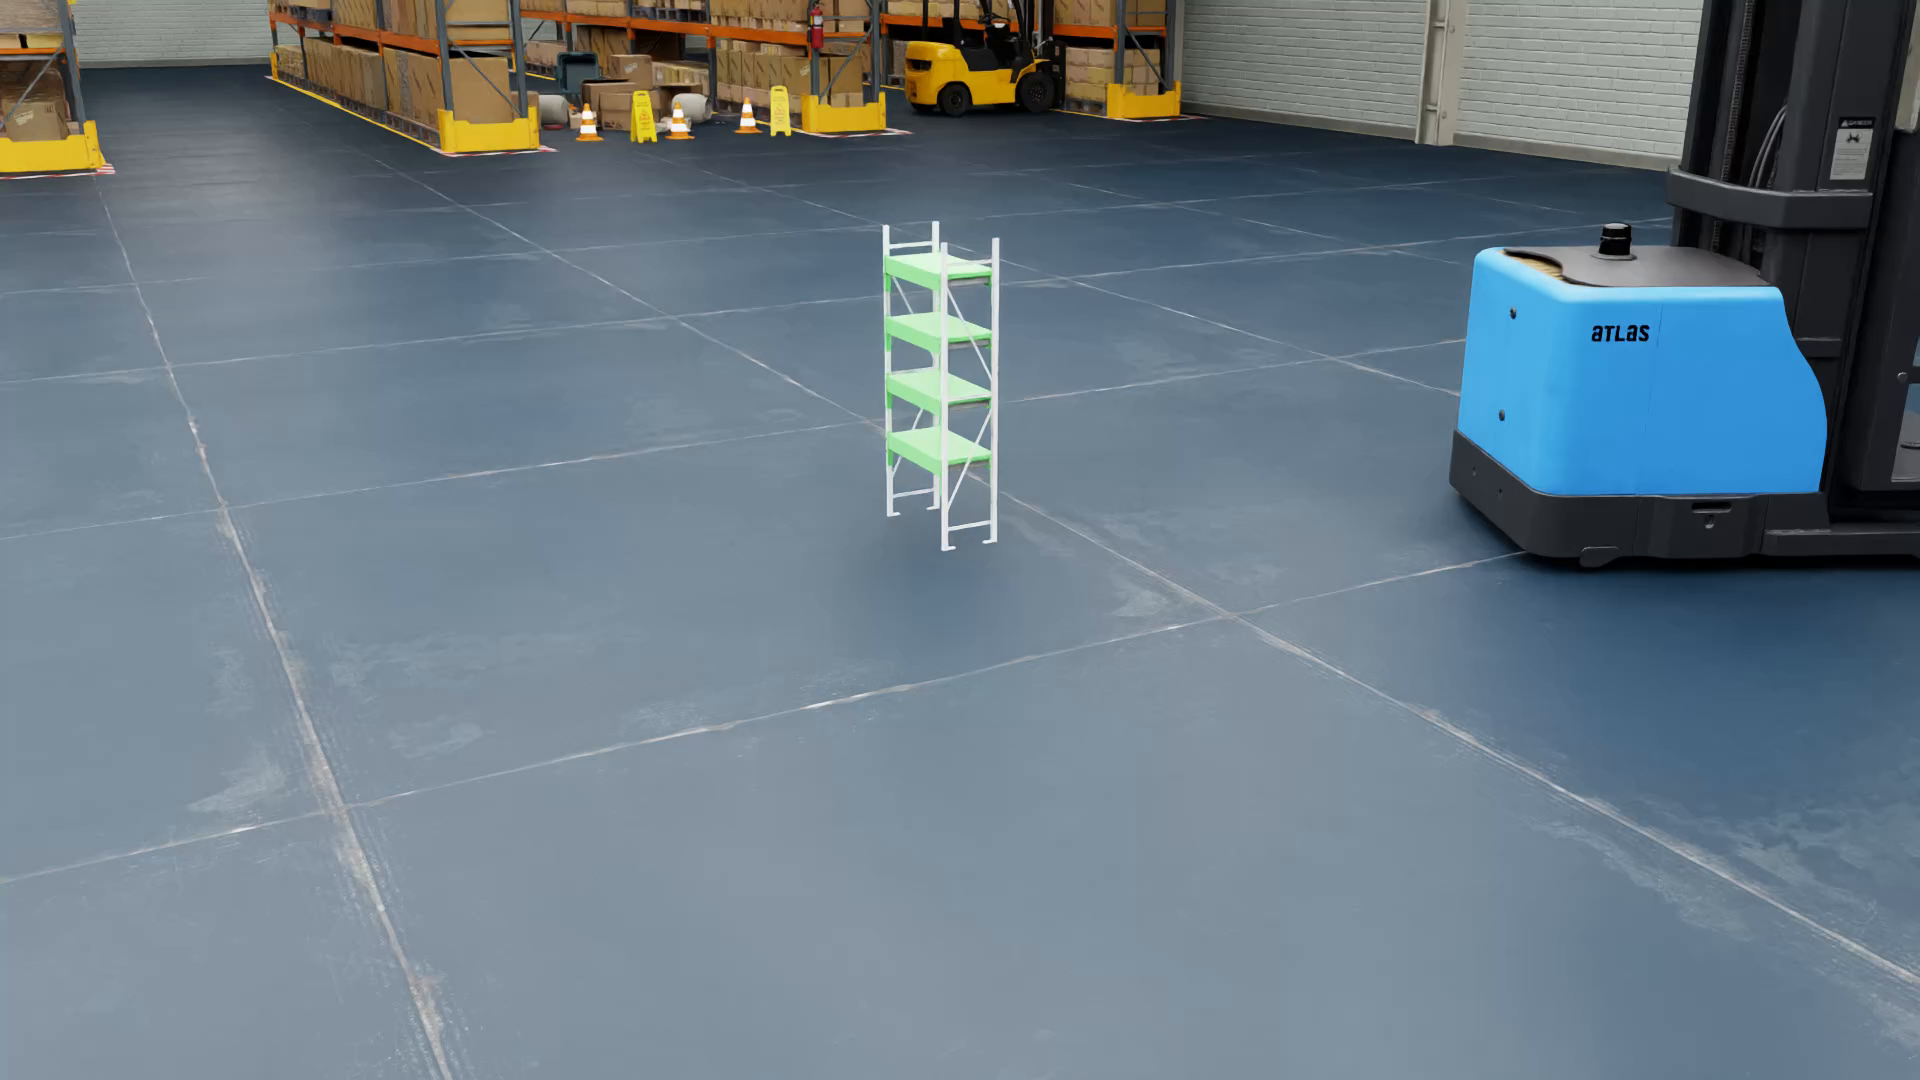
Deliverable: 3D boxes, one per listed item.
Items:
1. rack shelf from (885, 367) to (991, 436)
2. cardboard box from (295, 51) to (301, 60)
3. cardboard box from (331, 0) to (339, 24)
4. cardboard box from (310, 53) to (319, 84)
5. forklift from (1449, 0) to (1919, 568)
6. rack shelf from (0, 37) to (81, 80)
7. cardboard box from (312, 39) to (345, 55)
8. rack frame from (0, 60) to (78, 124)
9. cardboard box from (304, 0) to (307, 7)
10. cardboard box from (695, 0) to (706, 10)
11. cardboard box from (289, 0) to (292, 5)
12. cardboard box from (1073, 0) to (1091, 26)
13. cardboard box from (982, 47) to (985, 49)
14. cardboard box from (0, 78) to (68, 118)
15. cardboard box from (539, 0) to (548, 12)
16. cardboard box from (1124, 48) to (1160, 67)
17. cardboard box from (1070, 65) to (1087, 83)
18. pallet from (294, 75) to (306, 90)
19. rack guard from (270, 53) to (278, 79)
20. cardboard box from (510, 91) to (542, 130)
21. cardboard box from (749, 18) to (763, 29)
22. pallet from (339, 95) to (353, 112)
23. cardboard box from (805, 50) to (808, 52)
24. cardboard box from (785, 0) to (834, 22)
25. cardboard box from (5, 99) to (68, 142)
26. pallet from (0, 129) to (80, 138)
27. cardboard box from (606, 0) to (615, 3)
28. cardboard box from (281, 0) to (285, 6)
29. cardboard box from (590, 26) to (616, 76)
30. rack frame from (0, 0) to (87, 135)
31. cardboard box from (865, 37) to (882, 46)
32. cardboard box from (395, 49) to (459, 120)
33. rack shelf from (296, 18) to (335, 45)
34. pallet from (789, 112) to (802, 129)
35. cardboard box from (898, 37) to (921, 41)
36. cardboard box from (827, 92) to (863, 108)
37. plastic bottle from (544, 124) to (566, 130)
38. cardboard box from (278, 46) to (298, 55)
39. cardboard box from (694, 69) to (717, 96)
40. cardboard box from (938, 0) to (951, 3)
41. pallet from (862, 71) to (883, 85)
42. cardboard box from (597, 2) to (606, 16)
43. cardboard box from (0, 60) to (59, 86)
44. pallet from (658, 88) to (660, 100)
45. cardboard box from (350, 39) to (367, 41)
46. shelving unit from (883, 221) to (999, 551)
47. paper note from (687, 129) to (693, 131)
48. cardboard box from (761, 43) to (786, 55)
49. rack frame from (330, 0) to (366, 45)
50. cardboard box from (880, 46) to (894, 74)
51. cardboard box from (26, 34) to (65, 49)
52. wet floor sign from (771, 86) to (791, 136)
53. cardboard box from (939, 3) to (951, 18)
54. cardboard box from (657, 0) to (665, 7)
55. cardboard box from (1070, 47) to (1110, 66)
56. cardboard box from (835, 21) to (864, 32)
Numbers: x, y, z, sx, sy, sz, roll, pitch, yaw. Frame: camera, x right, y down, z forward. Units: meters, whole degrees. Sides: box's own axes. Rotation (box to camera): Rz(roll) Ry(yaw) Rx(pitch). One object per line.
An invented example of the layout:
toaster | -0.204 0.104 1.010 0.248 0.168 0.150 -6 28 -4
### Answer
rack shelf | -0.079 -0.554 6.594 0.258 0.148 0.480 -10 21 -27
cardboard box | -12.264 -9.100 31.220 0.380 0.149 0.250 -10 22 -27
cardboard box | -9.710 -8.497 26.504 0.500 0.500 0.500 -10 21 -26
cardboard box | -11.215 -8.381 29.508 0.500 0.500 0.500 -9 21 -24
forklift | 3.626 -1.445 6.324 3.031 2.935 1.130 -1 19 -3
rack shelf | -11.249 -5.819 19.998 1.077 0.370 4.000 -10 21 -27
cardboard box | -10.973 -8.587 28.958 0.500 0.250 0.500 -9 21 -25
rack frame | -12.199 -6.733 21.545 1.000 3.000 0.127 -10 21 -27
cardboard box | -10.929 -9.140 28.261 0.380 0.149 0.250 -9 21 -25
cardboard box | -3.965 -8.452 26.270 0.380 0.149 0.250 -10 21 -26
cardboard box | -11.803 -9.664 29.781 0.380 0.149 0.250 -11 22 -29
cardboard box | 2.085 -8.188 25.608 0.500 0.500 0.500 -9 21 -25
cardboard box | 0.631 -8.262 28.972 0.875 0.625 0.625 -9 21 -24
cardboard box | -12.472 -5.939 22.401 0.700 0.500 0.500 -12 22 -31
cardboard box | -8.223 -10.994 33.740 0.500 0.500 0.500 -10 22 -27
cardboard box | 2.727 -7.428 25.598 0.500 0.250 0.500 -10 22 -27
cardboard box | 2.053 -7.261 25.882 0.500 0.250 0.500 -10 22 -27
pallet | -11.935 -8.638 31.340 1.003 0.211 1.213 -10 21 -27
rack guard | -13.448 -9.713 34.015 1.175 0.500 0.348 -10 21 -27
cardboard box | -6.146 -6.005 23.263 0.500 0.500 0.500 -6 20 -17
cardboard box | -2.867 -7.572 24.362 0.380 0.149 0.250 -10 21 -27
pallet | -9.377 -7.064 26.780 1.003 0.211 1.213 -10 21 -27
cardboard box | -2.474 -7.101 25.033 0.500 0.500 0.500 -9 21 -24
cardboard box | -2.078 -7.421 22.928 0.500 0.500 0.500 -10 22 -28
cardboard box | -10.581 -4.783 19.083 0.500 0.500 0.500 -6 20 -17
pallet | -11.266 -4.877 20.440 1.003 0.211 1.213 -10 21 -27
cardboard box | -6.077 -9.828 29.977 0.500 0.250 0.500 -11 22 -28
cardboard box | -12.544 -10.344 31.400 0.500 0.500 0.500 -10 21 -27
cardboard box | -6.476 -9.335 31.699 0.875 0.875 0.875 -9 21 -25
rack frame | -10.300 -5.585 18.217 1.000 3.000 0.127 -10 21 -27
cardboard box | -1.625 -9.686 32.296 0.380 0.149 0.250 -11 22 -29
cardboard box | -7.118 -6.217 22.662 0.875 0.875 0.875 -10 21 -26
rack shelf | -10.635 -8.854 28.796 1.077 0.370 4.000 -10 21 -27
pallet | -1.969 -6.062 23.875 1.003 0.211 1.213 -10 21 -27
cardboard box | -0.984 -9.707 32.359 0.380 0.149 0.250 -9 21 -24
cardboard box | -1.718 -6.293 23.841 0.500 0.250 0.500 -10 21 -27
plastic bottle | -5.679 -5.787 23.307 0.133 0.061 0.283 16 25 39
cardboard box | -13.291 -9.693 32.939 0.380 0.149 0.250 -10 21 -27
cardboard box | -3.729 -7.374 26.788 0.950 0.372 0.625 -10 21 -26
cardboard box | -0.058 -9.599 29.314 0.500 0.250 0.500 -10 21 -26
pallet | -1.332 -9.088 32.645 1.003 0.211 1.213 -10 21 -27
cardboard box | -6.327 -9.741 30.493 0.500 0.250 0.500 -10 22 -27
cardboard box | -14.408 -7.277 25.734 1.225 0.875 0.875 -11 22 -29
pallet | -4.432 -7.524 28.111 1.003 0.211 1.213 -10 21 -27
cardboard box | -10.264 -8.517 28.753 0.500 0.250 0.500 -10 21 -26
shelving unit | -0.079 -0.615 6.573 0.258 1.200 0.503 -10 21 -27
paper note | -3.779 -5.679 23.042 0.142 0.019 0.148 16 25 39
cardboard box | -2.662 -7.112 24.072 0.380 0.149 0.250 -9 21 -24
rack frame | -9.685 -8.620 27.015 1.000 3.000 0.127 -10 21 -27
cardboard box | -1.400 -9.291 32.146 0.500 0.500 0.500 -9 21 -25
cardboard box | -10.225 -5.585 18.602 0.380 0.149 0.250 -10 21 -27
wet floor sign | -2.430 -5.786 22.411 0.267 0.644 0.232 -3 19 -8
cardboard box | -0.033 -9.362 29.393 0.500 0.250 0.500 -10 21 -26
cardboard box | -4.897 -9.062 28.037 0.380 0.149 0.250 -9 21 -23
cardboard box | 2.048 -7.490 25.779 0.500 0.250 0.500 -10 21 -26
cardboard box | -1.557 -7.130 23.082 0.380 0.149 0.250 -10 21 -26
